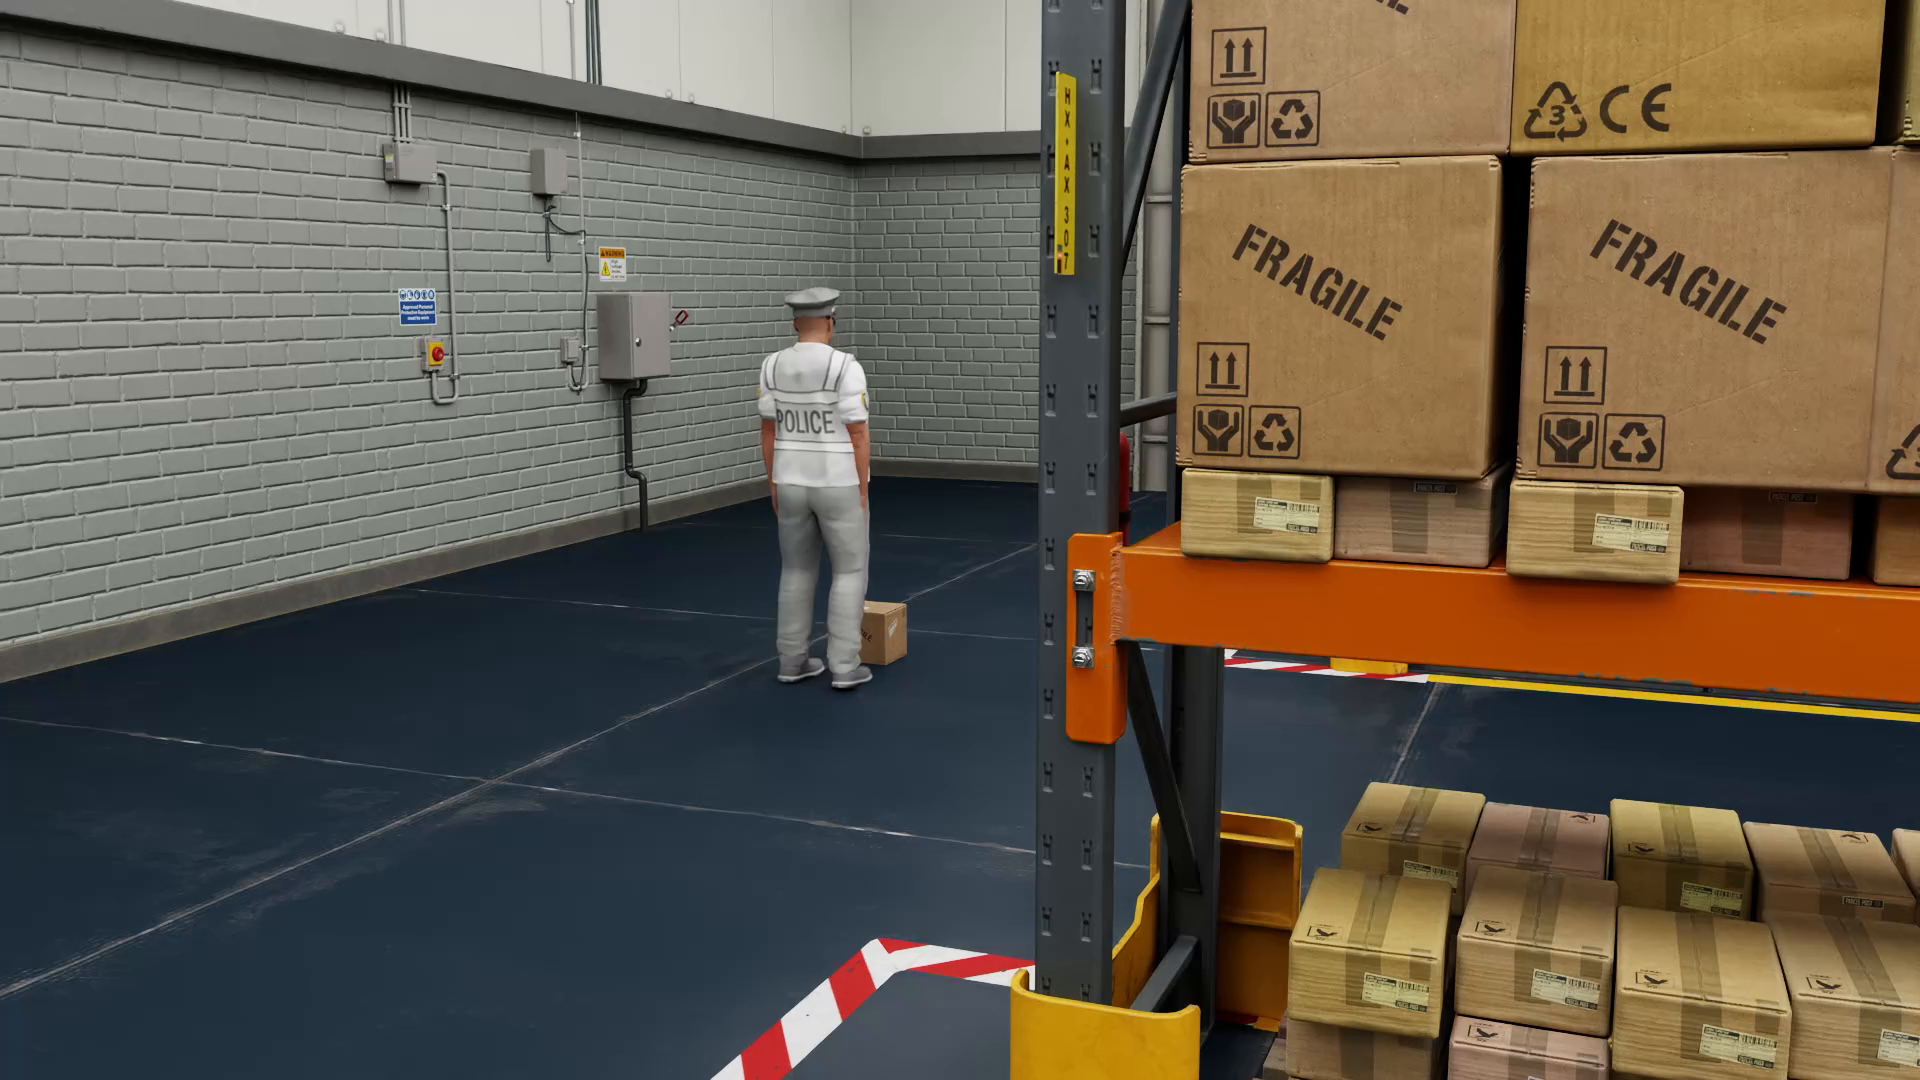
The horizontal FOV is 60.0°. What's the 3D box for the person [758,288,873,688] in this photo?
[{"bbox_3d":[-0.623,-0.230,7.366,0.528,1.756,0.393,4,9,22],"label":"person"}]
